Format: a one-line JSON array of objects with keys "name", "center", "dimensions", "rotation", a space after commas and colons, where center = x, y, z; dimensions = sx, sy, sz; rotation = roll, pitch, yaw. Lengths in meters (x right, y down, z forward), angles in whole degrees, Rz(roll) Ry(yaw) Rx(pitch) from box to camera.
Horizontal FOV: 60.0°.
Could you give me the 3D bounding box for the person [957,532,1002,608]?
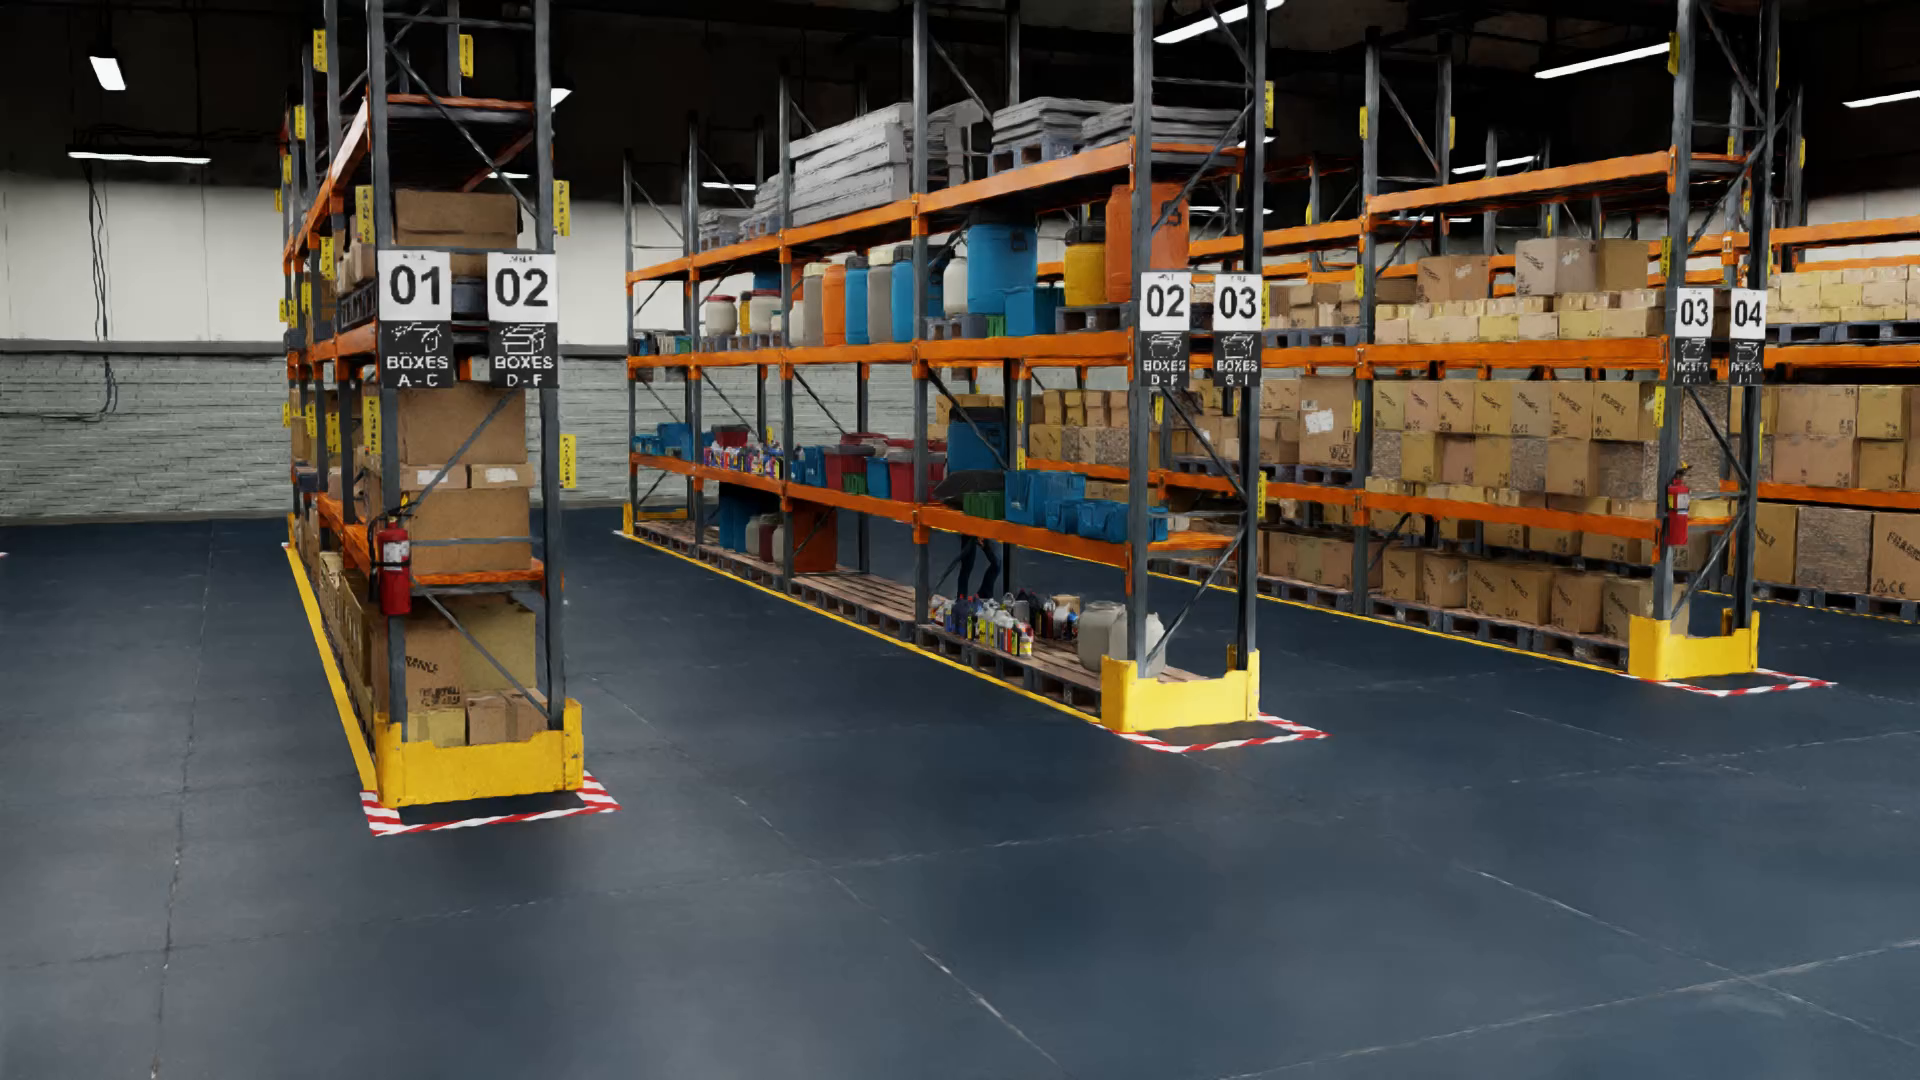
[{"name": "person", "center": [0.211, -0.040, 17.712], "dimensions": [0.493, 1.561, 0.553], "rotation": [5, 8, 43]}]
